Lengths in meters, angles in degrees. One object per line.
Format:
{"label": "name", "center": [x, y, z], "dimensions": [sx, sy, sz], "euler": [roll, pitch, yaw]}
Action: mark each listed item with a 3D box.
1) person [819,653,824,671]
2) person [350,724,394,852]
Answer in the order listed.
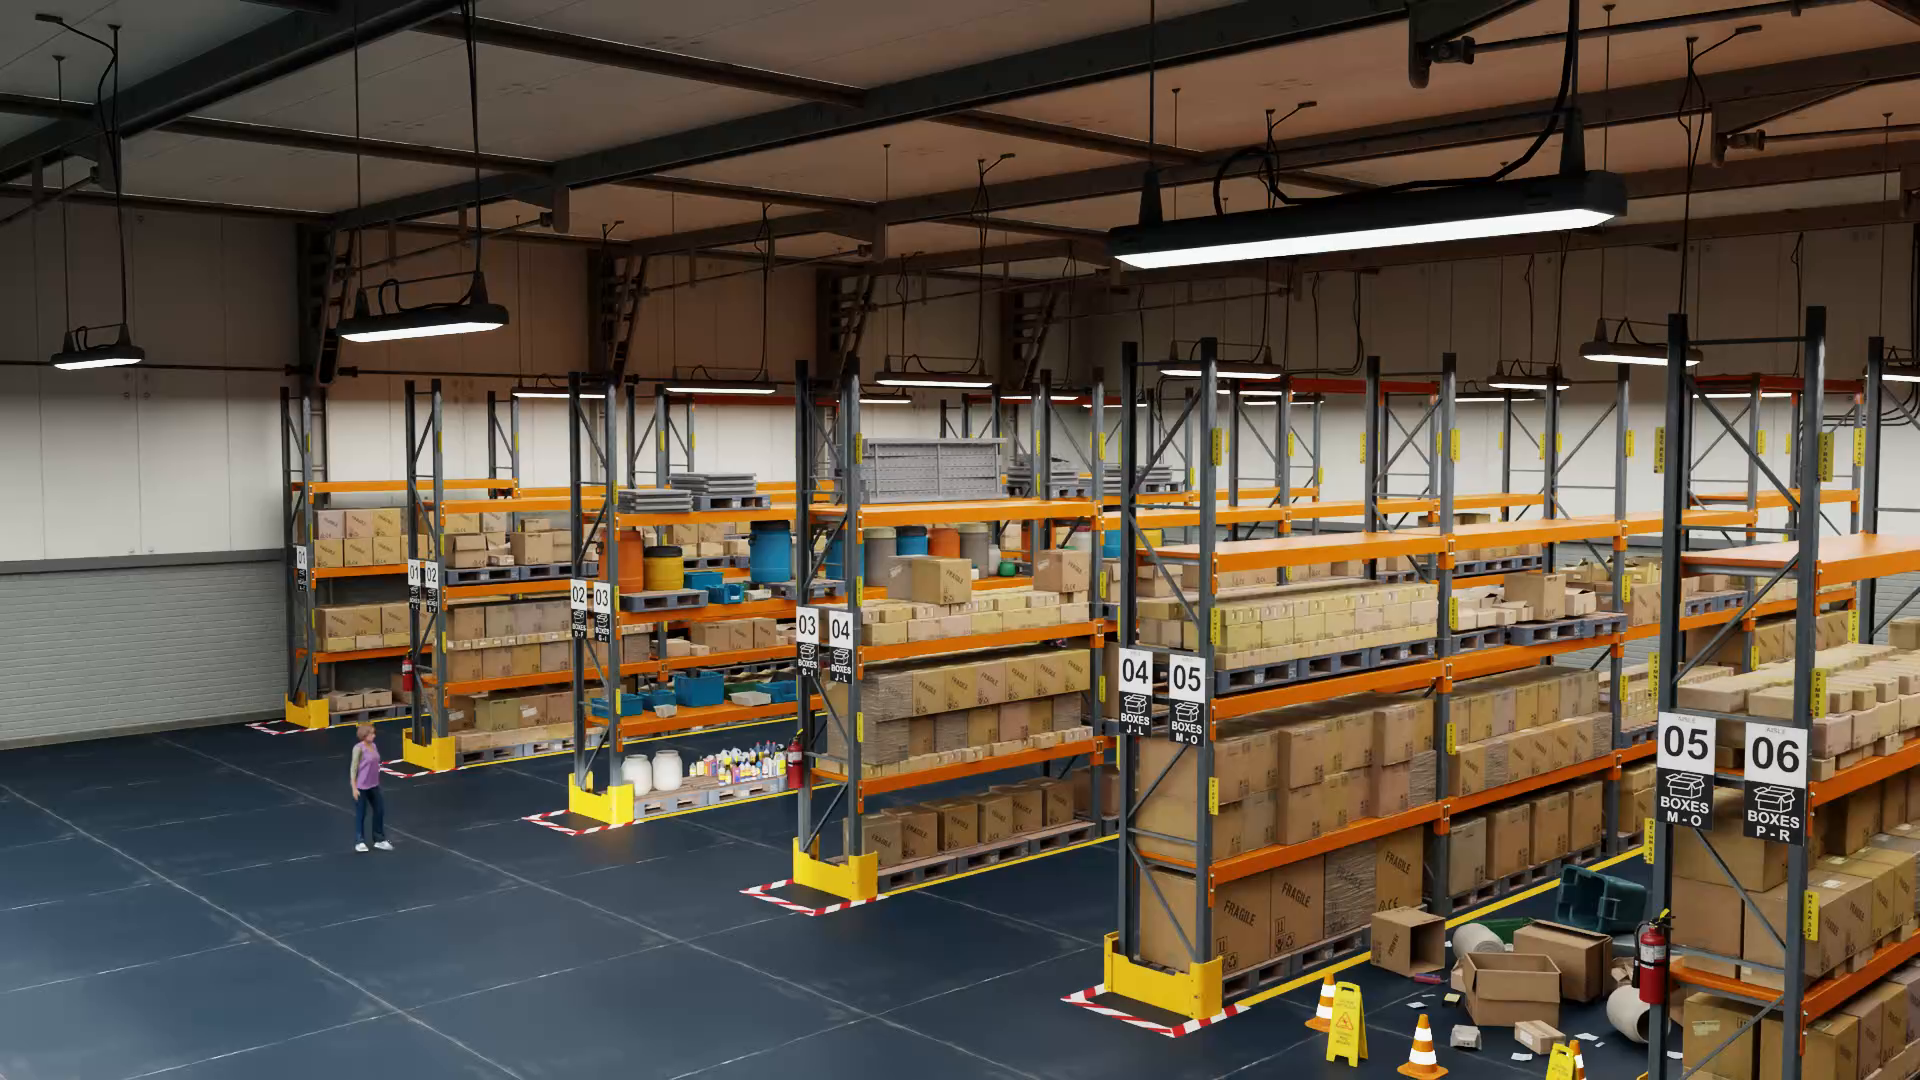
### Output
{"label": "person", "center": [-2.956, 2.022, 33.967], "dimensions": [0.687, 1.770, 0.345], "euler": [-2, 4, -25]}
{"label": "person", "center": [-7.336, 3.076, 20.535], "dimensions": [0.441, 1.616, 0.515], "euler": [2, 4, 24]}
